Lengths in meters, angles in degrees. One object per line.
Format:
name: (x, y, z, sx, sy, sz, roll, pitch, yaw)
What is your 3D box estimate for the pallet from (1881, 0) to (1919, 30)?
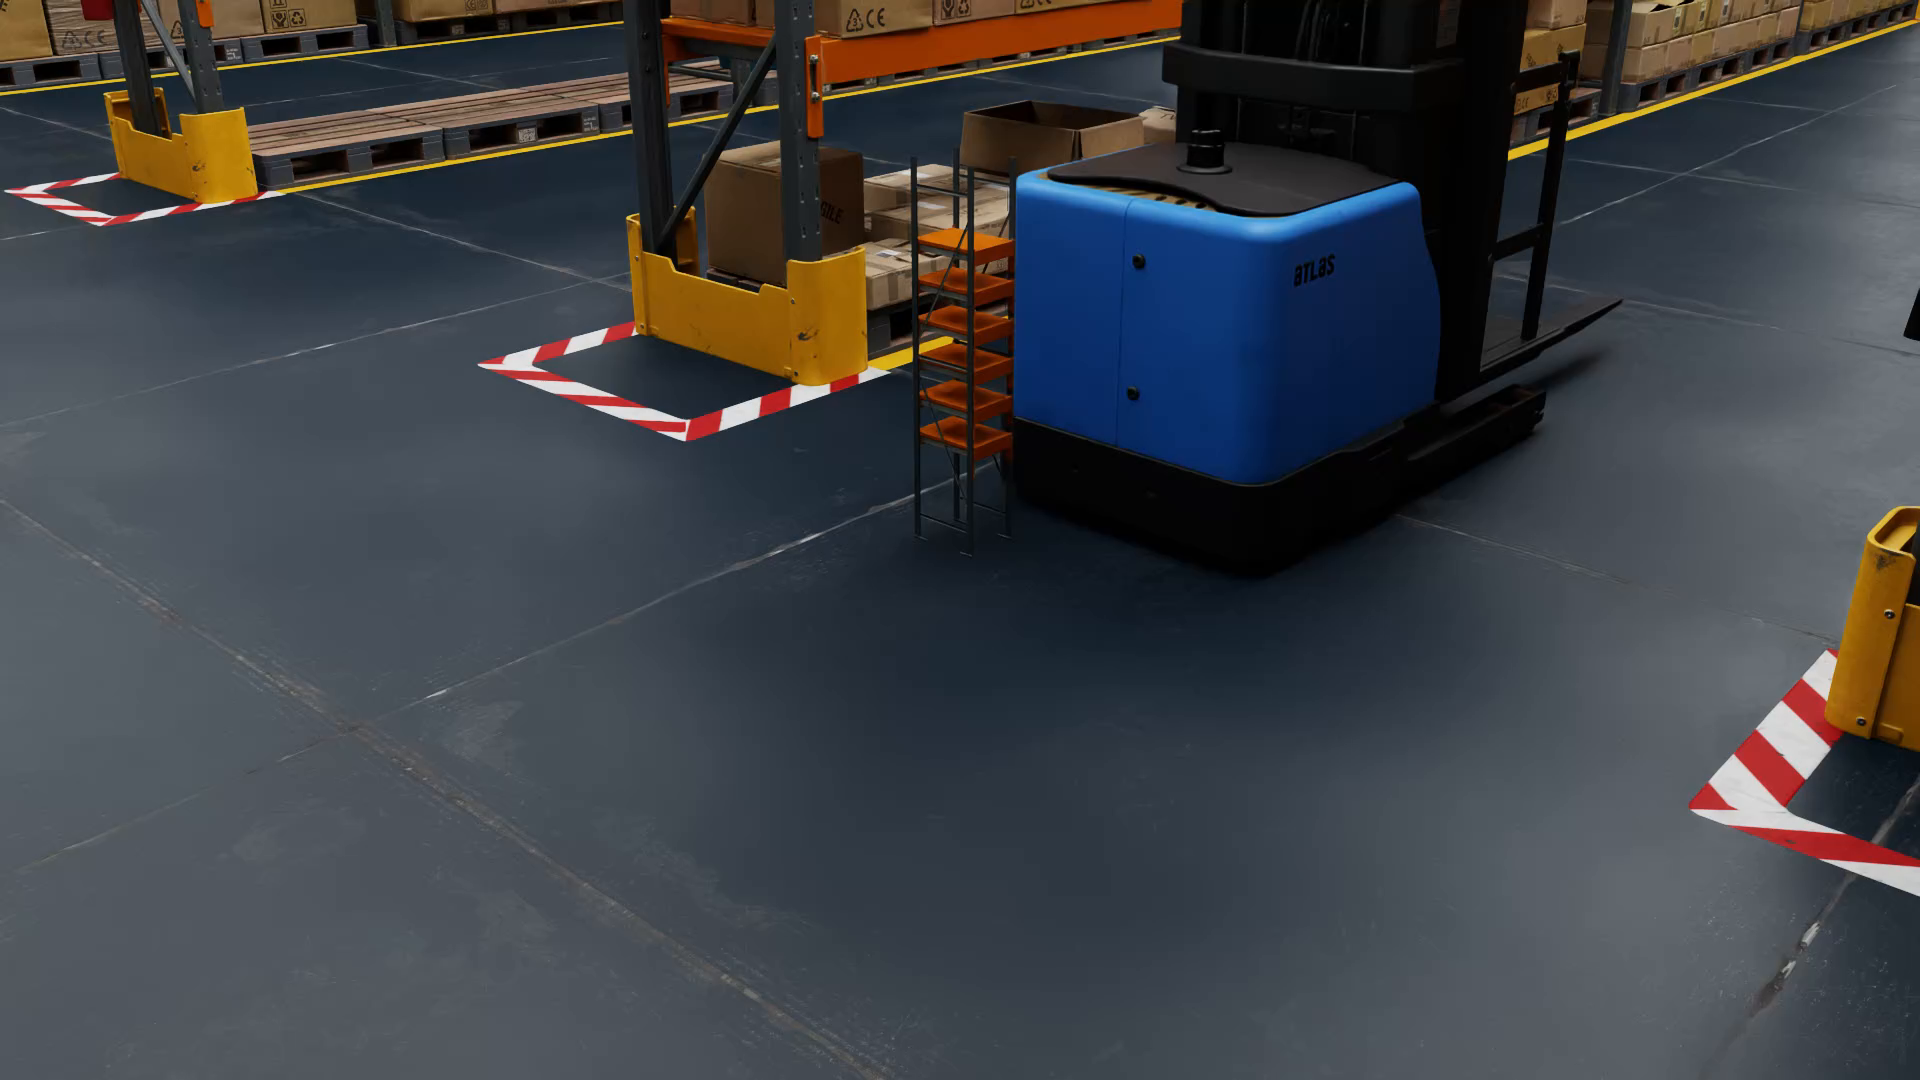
pallet: (9.247, -5.516, 17.293, 1.003, 0.211, 1.213, 20, 31, 38)

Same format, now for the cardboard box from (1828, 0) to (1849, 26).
cardboard box: (7.930, -4.960, 15.494, 0.500, 0.250, 0.500, 20, 31, 38)

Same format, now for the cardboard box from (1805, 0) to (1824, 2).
cardboard box: (7.600, -5.149, 14.998, 0.500, 0.500, 0.500, 20, 31, 38)

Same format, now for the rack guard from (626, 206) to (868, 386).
rack guard: (-0.901, -1.040, 6.959, 1.175, 0.500, 0.348, 20, 31, 38)

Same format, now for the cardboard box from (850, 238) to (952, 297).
cardboard box: (-0.250, -1.175, 7.130, 0.380, 0.166, 0.250, 20, 31, 38)

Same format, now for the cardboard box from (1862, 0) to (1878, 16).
cardboard box: (8.597, -5.265, 16.174, 0.500, 0.250, 0.500, 20, 31, 38)

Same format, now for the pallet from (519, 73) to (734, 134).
pallet: (-2.430, -3.223, 12.180, 1.003, 0.211, 1.213, 20, 31, 38)

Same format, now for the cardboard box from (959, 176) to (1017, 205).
cardboard box: (0.290, -1.497, 7.744, 0.500, 0.250, 0.500, 20, 31, 38)

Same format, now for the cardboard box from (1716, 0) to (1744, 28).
cardboard box: (5.985, -4.341, 13.428, 0.500, 0.311, 0.500, 20, 31, 37)

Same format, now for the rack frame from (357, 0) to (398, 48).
rack frame: (-5.657, -6.082, 15.149, 1.000, 3.000, 0.127, 20, 31, 38)

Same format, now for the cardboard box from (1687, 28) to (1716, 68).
cardboard box: (5.633, -3.925, 13.185, 0.500, 0.250, 0.500, 19, 30, 36)

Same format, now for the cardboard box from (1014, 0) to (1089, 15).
cardboard box: (0.218, -2.577, 7.209, 0.500, 0.500, 0.500, 20, 31, 37)

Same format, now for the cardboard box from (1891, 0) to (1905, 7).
cardboard box: (9.264, -5.570, 16.853, 0.500, 0.250, 0.500, 20, 31, 38)

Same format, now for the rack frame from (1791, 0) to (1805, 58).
rack frame: (7.057, -5.814, 14.550, 1.000, 3.000, 0.127, 20, 31, 38)

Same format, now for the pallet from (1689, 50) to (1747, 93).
pallet: (5.780, -3.933, 13.763, 1.003, 0.211, 1.213, 20, 31, 38)

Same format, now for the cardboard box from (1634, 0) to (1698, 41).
cardboard box: (5.300, -4.030, 12.733, 0.500, 0.311, 0.500, 19, 31, 36)

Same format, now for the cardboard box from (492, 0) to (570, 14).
cardboard box: (-4.649, -5.777, 16.553, 1.225, 0.875, 0.875, 19, 30, 36)

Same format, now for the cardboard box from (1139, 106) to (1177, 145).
cardboard box: (1.277, -2.281, 9.420, 0.500, 0.311, 0.500, 20, 31, 38)

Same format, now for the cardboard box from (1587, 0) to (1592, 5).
cardboard box: (4.554, -4.015, 12.700, 0.500, 0.311, 0.500, 21, 32, 39)

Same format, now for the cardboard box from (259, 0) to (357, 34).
cardboard box: (-6.157, -5.125, 15.098, 0.875, 0.875, 0.875, 20, 31, 38)

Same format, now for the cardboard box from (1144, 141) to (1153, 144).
cardboard box: (1.048, -1.871, 8.504, 0.500, 0.311, 0.500, 20, 31, 38)

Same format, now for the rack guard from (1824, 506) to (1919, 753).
rack guard: (2.724, 0.342, 3.877, 1.175, 0.500, 0.348, 20, 31, 38)

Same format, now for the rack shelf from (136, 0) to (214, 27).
rack shelf: (-3.303, -3.792, 10.921, 1.077, 0.370, 4.000, 20, 31, 38)

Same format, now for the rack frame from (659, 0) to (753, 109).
rack frame: (-1.968, -4.730, 12.133, 1.000, 3.000, 0.127, 20, 31, 38)

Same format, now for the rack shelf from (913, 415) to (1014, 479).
rack shelf: (0.010, -0.292, 5.131, 0.258, 0.103, 0.180, 20, 31, 38)

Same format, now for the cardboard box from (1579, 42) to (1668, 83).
cardboard box: (4.956, -3.611, 12.485, 0.500, 0.250, 0.500, 20, 31, 37)

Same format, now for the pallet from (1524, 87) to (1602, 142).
pallet: (3.861, -3.105, 11.918, 1.003, 0.211, 1.213, 20, 31, 38)

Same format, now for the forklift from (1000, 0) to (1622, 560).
forklift: (1.505, -1.792, 5.664, 1.130, 2.935, 3.031, 21, 31, 38)

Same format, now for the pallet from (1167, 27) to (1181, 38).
pallet: (2.061, -5.272, 16.749, 1.003, 0.211, 1.213, 20, 31, 38)

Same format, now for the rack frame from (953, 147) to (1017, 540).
rack frame: (0.071, -0.580, 5.077, 0.240, 1.200, 0.006, 20, 31, 38)

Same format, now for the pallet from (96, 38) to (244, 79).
pallet: (-7.037, -4.226, 14.418, 1.003, 0.211, 1.213, 20, 31, 38)

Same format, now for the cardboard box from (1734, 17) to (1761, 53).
cardboard box: (6.316, -4.235, 13.878, 0.500, 0.250, 0.500, 21, 32, 39)

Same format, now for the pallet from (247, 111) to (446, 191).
pallet: (-4.059, -2.479, 10.522, 1.003, 0.211, 1.213, 20, 31, 38)

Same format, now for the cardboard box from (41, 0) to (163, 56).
cardboard box: (-7.352, -4.580, 13.882, 0.875, 0.875, 0.875, 20, 31, 38)

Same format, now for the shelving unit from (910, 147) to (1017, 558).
shelving unit: (0.010, -0.552, 5.014, 0.258, 1.200, 0.189, 20, 31, 38)

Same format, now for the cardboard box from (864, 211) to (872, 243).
cardboard box: (-0.435, -1.397, 7.625, 0.380, 0.166, 0.250, 20, 31, 38)

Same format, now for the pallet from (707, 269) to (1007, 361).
pallet: (-0.370, -1.151, 7.560, 1.003, 0.211, 1.213, 20, 31, 38)

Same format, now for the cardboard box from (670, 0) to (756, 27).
cardboard box: (-0.856, -2.414, 6.845, 0.500, 0.500, 0.500, 21, 32, 39)

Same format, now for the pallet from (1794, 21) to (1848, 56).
pallet: (7.619, -4.772, 15.635, 1.003, 0.211, 1.213, 20, 31, 38)

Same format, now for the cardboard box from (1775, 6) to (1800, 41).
cardboard box: (6.996, -4.545, 14.568, 0.500, 0.250, 0.500, 20, 31, 37)

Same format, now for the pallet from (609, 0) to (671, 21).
pallet: (-3.570, -5.809, 17.948, 1.003, 0.211, 1.213, 20, 31, 38)

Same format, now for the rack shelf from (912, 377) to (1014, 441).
rack shelf: (0.010, -0.402, 5.082, 0.258, 0.103, 0.180, 20, 31, 38)

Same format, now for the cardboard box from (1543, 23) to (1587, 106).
cardboard box: (3.938, -3.306, 11.475, 0.500, 0.500, 0.500, 22, 32, 39)

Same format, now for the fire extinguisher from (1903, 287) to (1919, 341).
fire extinguisher: (2.295, -0.681, 3.652, 0.296, 0.674, 0.183, 20, 31, 38)

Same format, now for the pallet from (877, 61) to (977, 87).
pallet: (-0.608, -4.055, 14.035, 1.003, 0.211, 1.213, 20, 31, 38)

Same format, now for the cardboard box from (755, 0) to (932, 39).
cardboard box: (-0.459, -2.266, 6.516, 0.500, 0.500, 0.500, 21, 32, 39)

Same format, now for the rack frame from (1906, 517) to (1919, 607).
rack frame: (2.740, -0.806, 3.381, 1.000, 3.000, 0.127, 20, 31, 38)

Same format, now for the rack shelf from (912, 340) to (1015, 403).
rack shelf: (0.010, -0.511, 5.033, 0.258, 0.103, 0.180, 20, 31, 38)

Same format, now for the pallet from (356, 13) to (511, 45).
pallet: (-5.198, -5.066, 16.290, 1.003, 0.211, 1.213, 20, 31, 38)

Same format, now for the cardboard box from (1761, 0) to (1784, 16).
cardboard box: (6.658, -4.645, 14.105, 0.500, 0.311, 0.500, 21, 32, 39)
